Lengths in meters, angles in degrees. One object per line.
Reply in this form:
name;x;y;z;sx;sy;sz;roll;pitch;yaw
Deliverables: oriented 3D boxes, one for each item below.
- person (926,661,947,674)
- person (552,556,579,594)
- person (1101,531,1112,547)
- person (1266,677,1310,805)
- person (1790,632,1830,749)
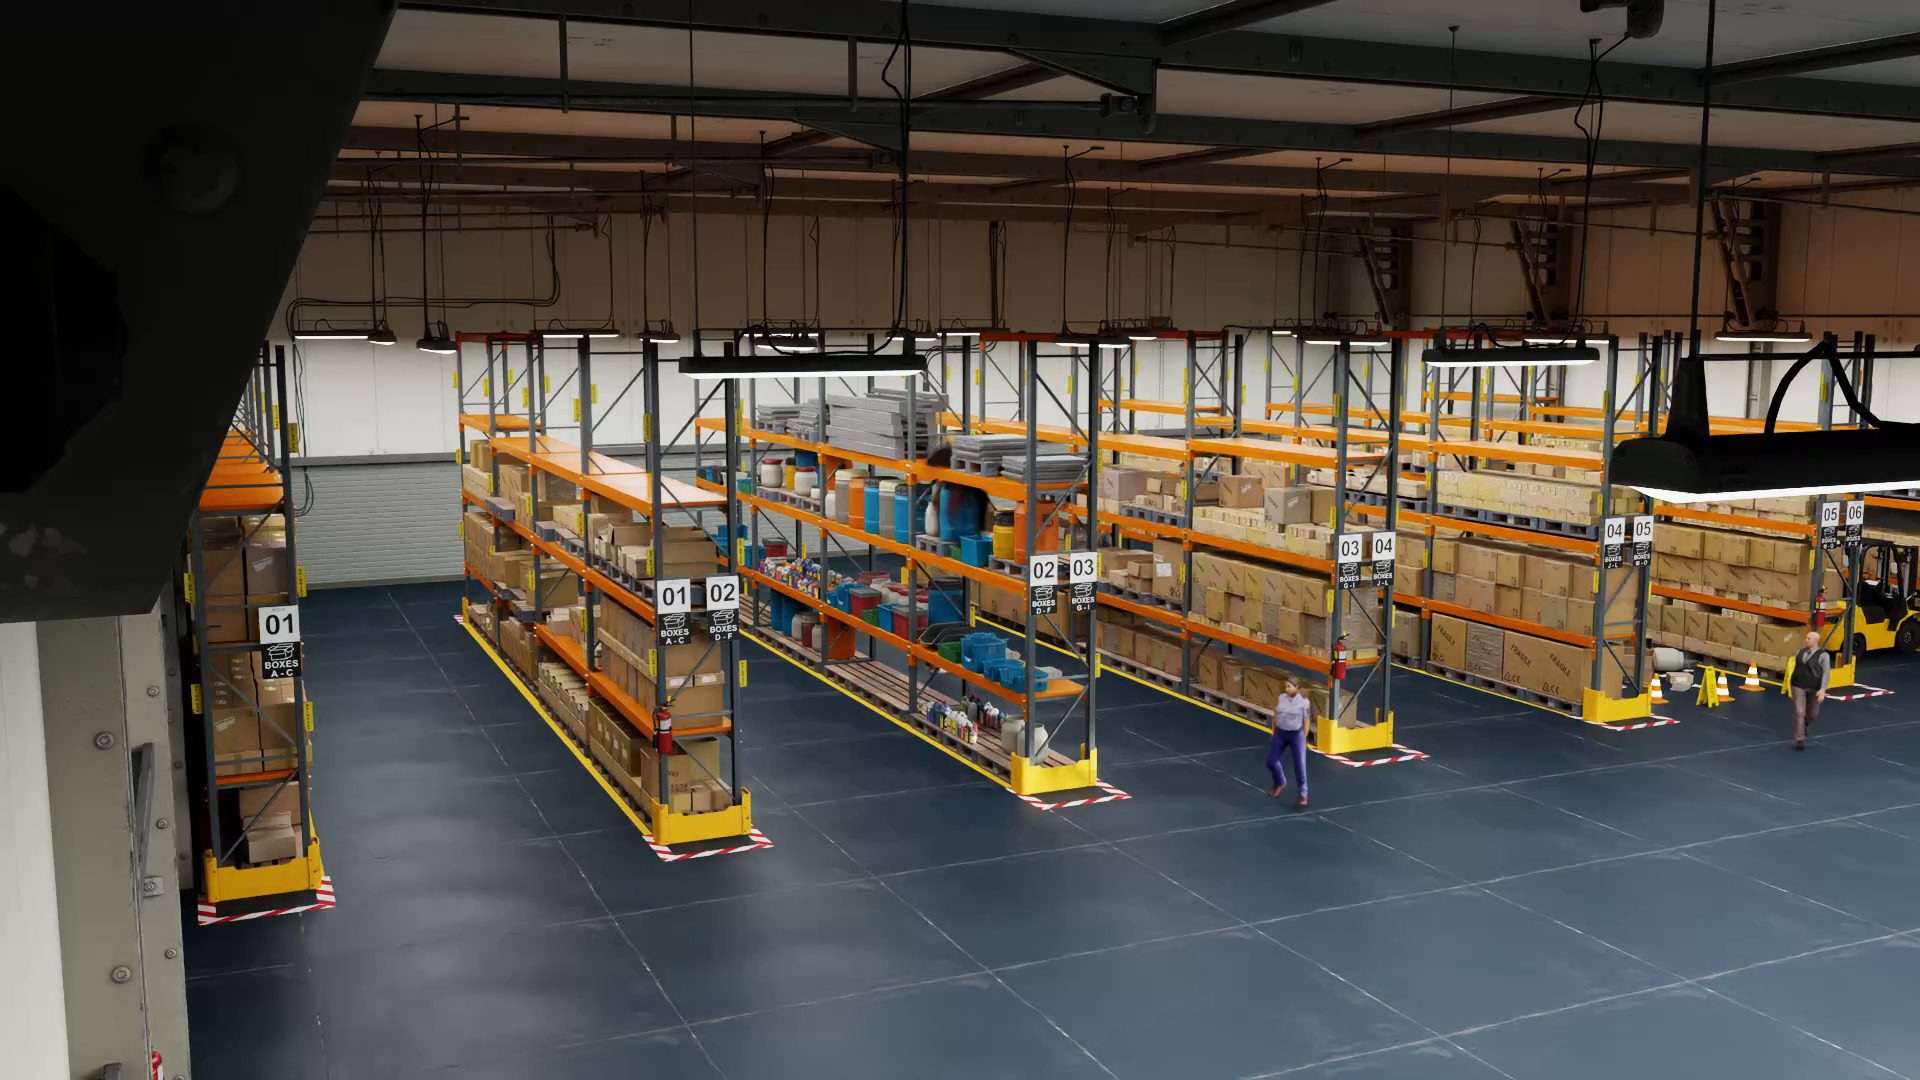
person;-0.414;1.525;29.522;0.444;1.681;0.470;3;8;21
person;-8.467;0.722;35.593;1.051;1.587;0.550;6;10;37
person;3.722;-0.209;42.342;0.567;1.634;0.968;-7;11;-44
person;4.303;2.610;21.709;0.585;1.636;0.411;5;9;33
person;12.512;2.191;24.556;0.492;1.690;0.966;2;8;13
